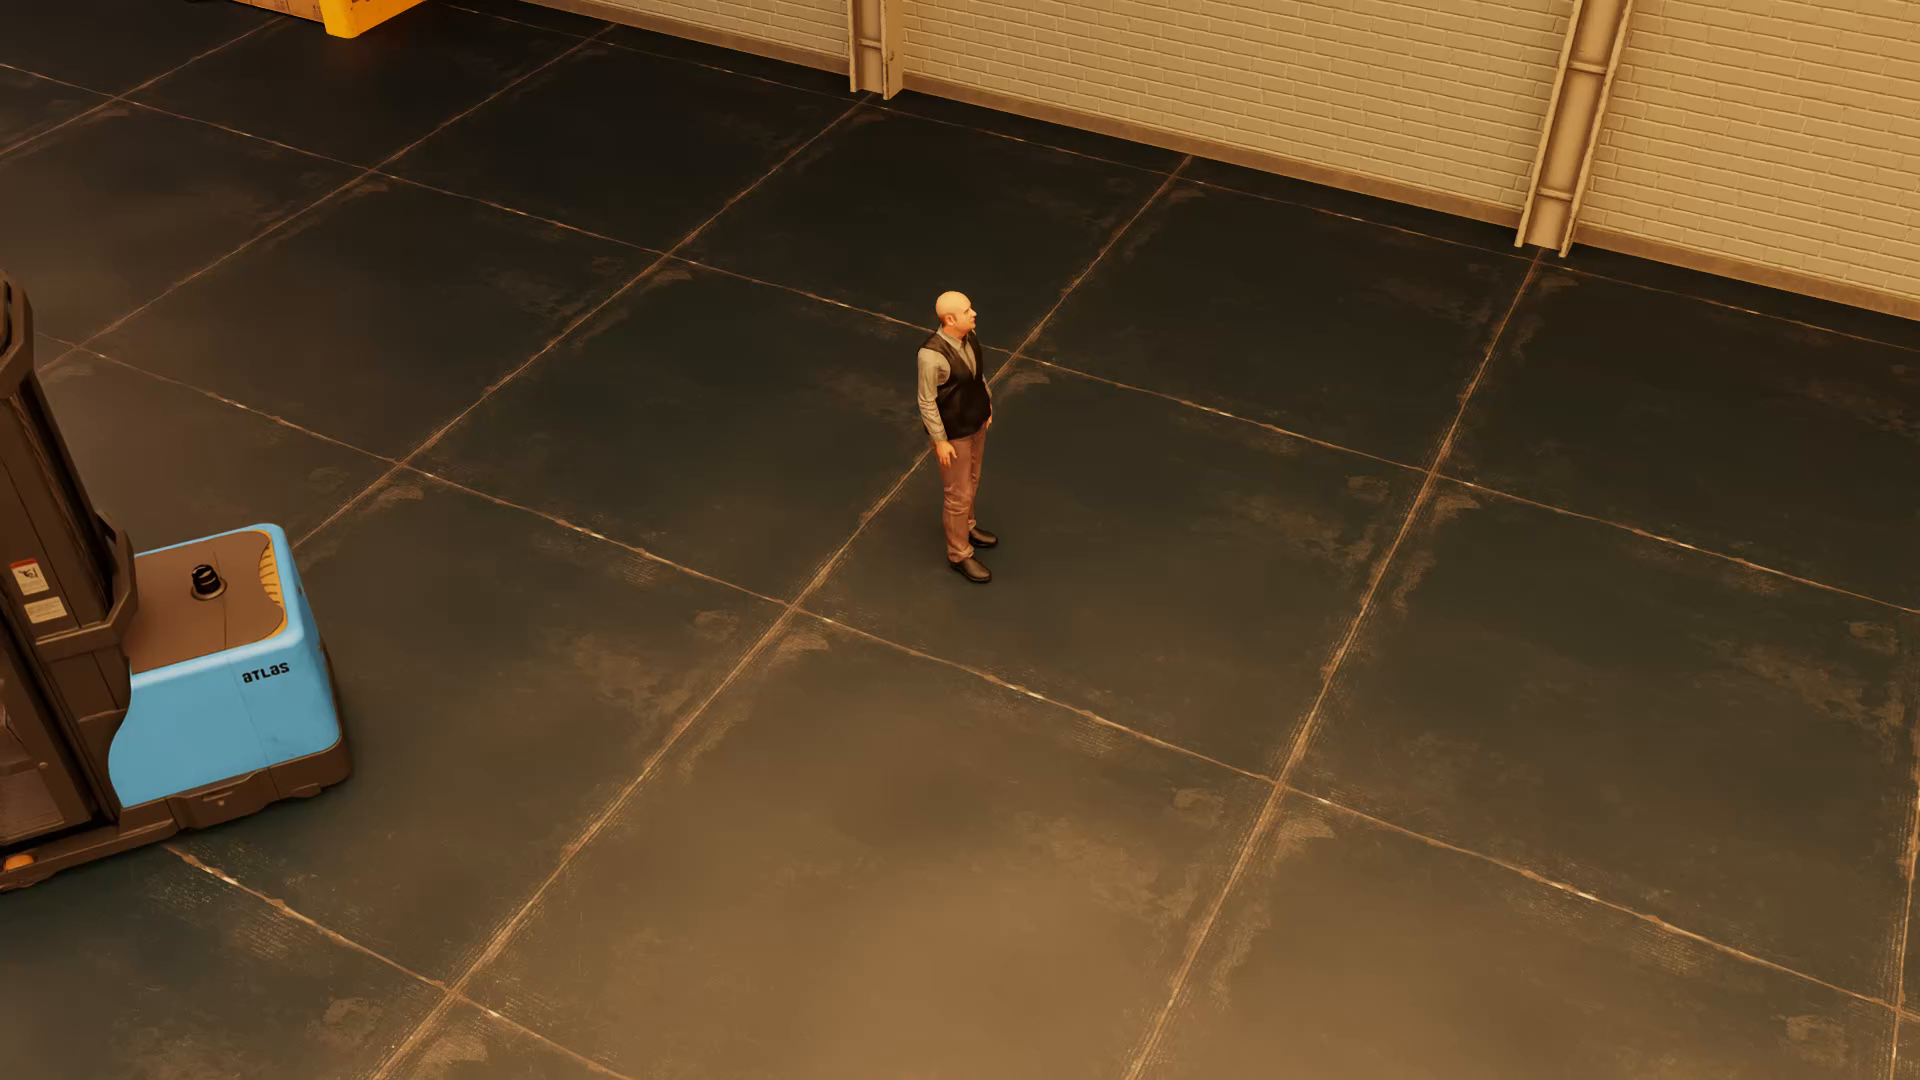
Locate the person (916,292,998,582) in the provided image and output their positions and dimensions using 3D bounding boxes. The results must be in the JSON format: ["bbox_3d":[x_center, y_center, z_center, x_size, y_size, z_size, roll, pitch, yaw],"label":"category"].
[{"bbox_3d":[0.053,-0.641,9.676,0.566,1.722,0.633,18,43,21],"label":"person"}]

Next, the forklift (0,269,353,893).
[{"bbox_3d":[-4.749,0.259,7.680,3.031,2.935,1.130,-16,43,-18],"label":"forklift"}]
